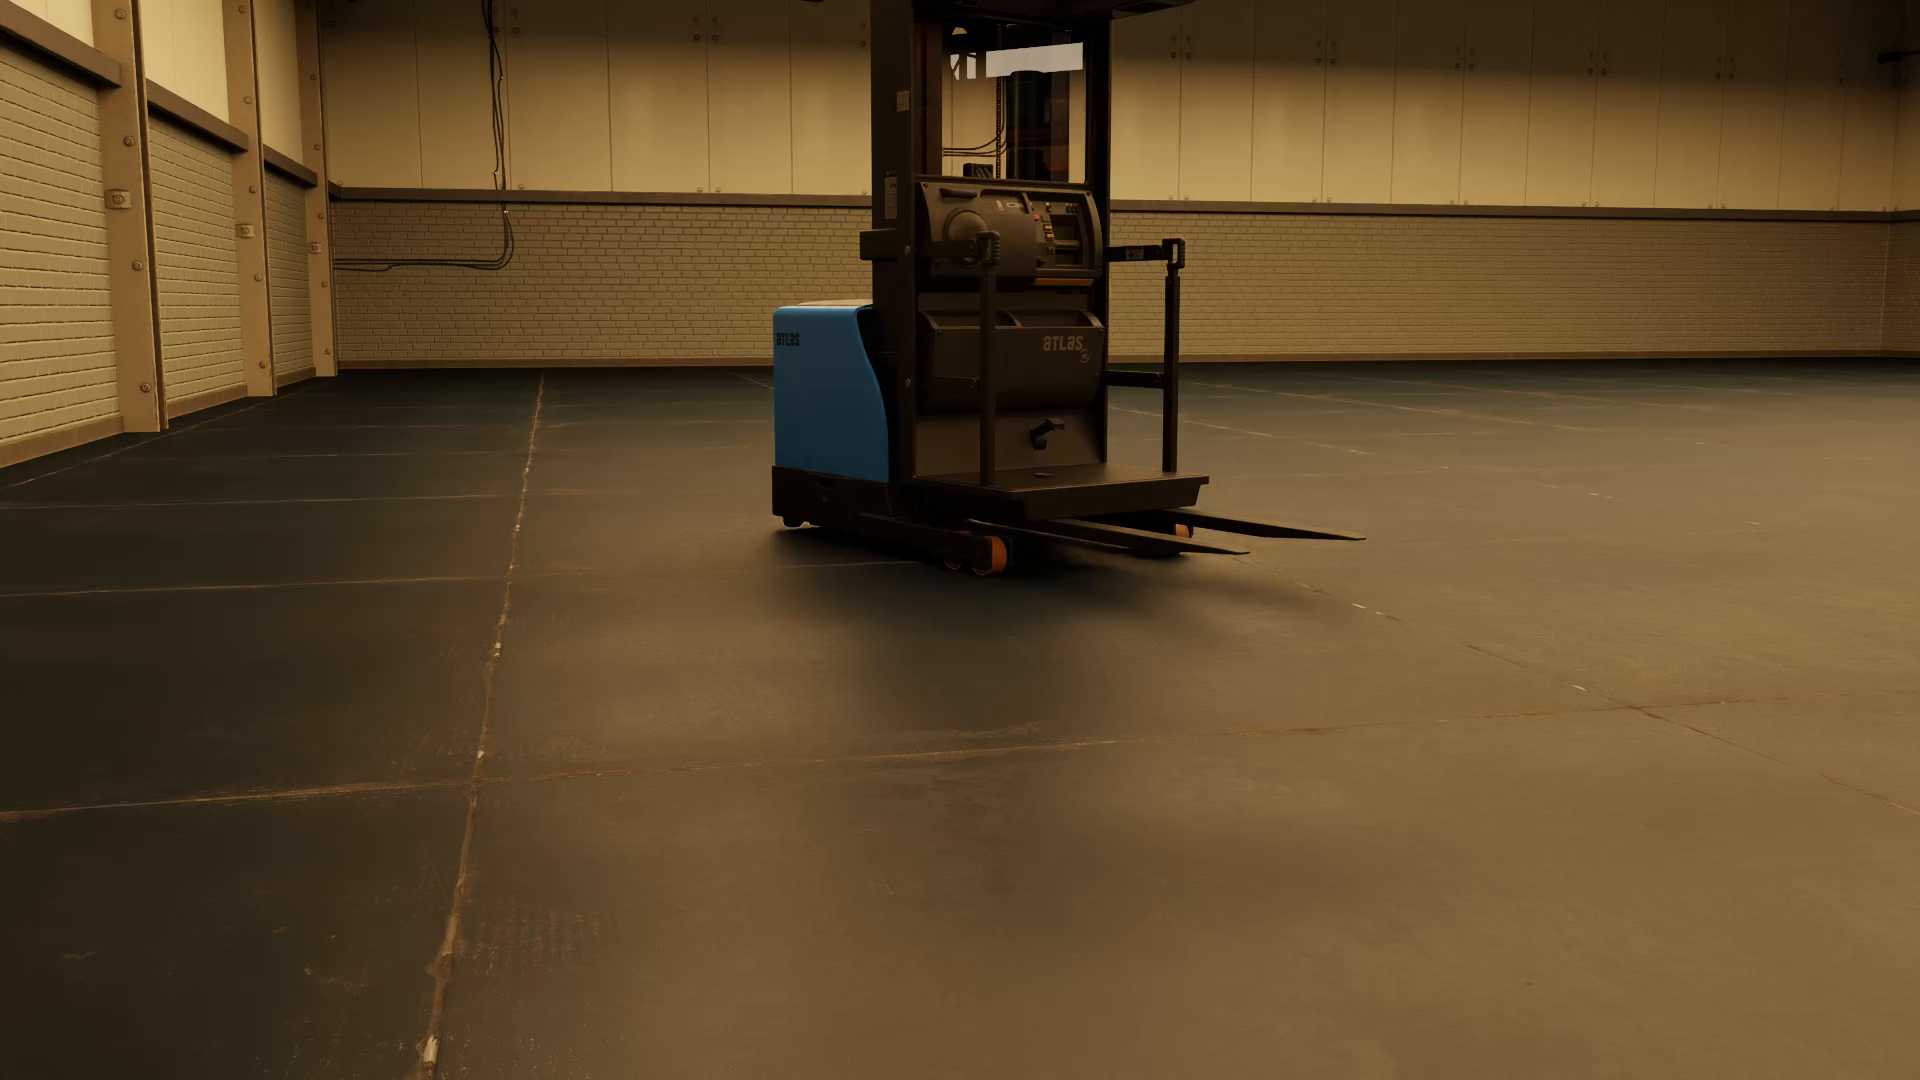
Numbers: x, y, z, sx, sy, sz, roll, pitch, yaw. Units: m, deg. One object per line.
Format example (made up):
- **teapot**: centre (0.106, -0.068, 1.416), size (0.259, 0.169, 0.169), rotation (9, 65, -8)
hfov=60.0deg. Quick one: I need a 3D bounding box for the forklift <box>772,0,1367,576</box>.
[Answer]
- **forklift**: centre (0.355, -1.383, 7.015), size (1.130, 2.935, 3.031), rotation (-6, 10, -35)
